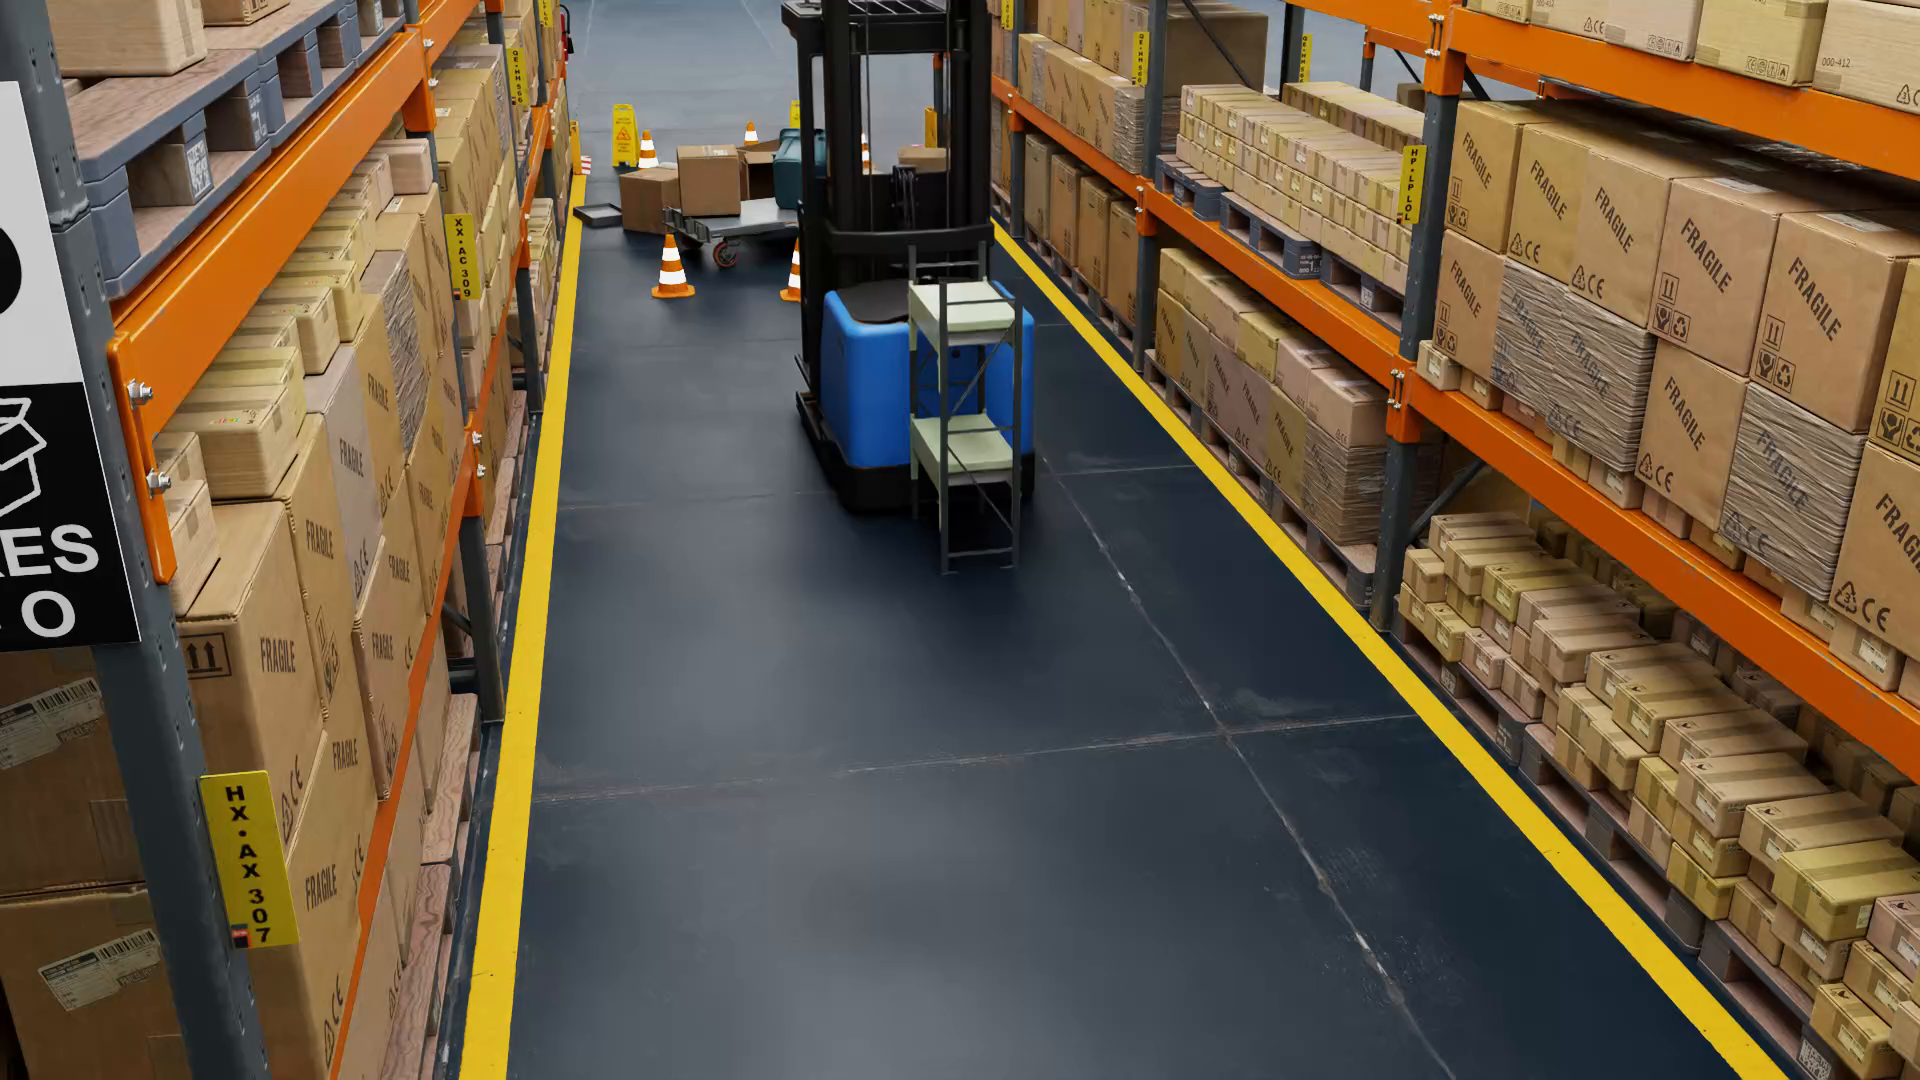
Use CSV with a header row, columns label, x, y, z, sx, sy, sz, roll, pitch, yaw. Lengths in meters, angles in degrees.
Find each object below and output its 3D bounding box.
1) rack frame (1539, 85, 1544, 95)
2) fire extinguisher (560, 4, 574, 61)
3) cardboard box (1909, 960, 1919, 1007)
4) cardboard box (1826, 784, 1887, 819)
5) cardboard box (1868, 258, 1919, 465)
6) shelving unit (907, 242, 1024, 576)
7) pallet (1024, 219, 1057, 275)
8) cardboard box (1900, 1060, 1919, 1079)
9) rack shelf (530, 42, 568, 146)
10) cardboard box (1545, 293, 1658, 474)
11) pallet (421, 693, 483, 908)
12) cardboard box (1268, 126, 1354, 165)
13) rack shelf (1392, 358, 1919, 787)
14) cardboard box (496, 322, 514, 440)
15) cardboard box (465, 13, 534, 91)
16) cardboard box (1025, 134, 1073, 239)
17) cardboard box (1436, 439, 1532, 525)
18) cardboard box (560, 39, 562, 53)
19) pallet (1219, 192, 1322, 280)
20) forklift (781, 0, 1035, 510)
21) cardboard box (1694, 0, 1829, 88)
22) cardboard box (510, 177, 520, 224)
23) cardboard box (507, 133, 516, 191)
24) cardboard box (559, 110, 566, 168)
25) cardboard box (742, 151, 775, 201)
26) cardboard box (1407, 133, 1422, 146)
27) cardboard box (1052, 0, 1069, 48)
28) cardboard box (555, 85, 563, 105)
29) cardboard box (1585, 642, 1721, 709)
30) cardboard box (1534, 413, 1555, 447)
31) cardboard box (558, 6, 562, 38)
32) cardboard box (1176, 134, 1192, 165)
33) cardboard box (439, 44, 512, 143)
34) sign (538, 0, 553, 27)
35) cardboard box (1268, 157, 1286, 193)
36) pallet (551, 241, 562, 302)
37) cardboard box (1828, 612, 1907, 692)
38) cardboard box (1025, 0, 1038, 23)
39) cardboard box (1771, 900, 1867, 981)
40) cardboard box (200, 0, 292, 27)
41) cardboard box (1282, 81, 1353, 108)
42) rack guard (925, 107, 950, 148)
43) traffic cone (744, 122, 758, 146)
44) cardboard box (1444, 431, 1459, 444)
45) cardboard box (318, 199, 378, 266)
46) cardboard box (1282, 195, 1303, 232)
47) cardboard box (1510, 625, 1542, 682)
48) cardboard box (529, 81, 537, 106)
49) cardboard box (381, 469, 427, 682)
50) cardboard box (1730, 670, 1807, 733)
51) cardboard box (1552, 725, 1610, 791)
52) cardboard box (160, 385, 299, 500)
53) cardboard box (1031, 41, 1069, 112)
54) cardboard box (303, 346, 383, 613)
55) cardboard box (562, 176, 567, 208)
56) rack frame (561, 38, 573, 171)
label,x,y,z,sx,sy,sz,roll,pitch,yaw
rack frame,5.844,-4.469,15.235,1.000,3.000,0.127,-4,24,-10
fire extinguisher,-4.203,-5.353,17.355,0.296,0.674,0.183,-4,24,-10
cardboard box,2.823,1.230,4.480,0.380,0.149,0.250,-4,24,-9
cardboard box,3.115,0.923,5.555,0.380,0.149,0.250,-5,24,-12
cardboard box,2.747,-0.423,4.225,0.500,0.500,0.500,-5,24,-12
shelving unit,0.018,-0.672,8.416,0.431,1.500,0.755,-5,24,-12
pallet,1.168,-2.566,14.361,1.003,0.211,1.213,-4,24,-10
cardboard box,2.868,1.501,4.604,0.380,0.149,0.250,-4,24,-9
rack shelf,-4.265,-4.193,15.501,1.077,0.370,4.000,-4,24,-10
cardboard box,2.431,-0.569,5.808,0.500,0.500,0.500,-5,24,-11
pallet,-2.352,0.994,6.211,1.003,0.211,1.213,-4,24,-10
cardboard box,1.873,-2.107,8.873,0.380,0.149,0.250,-5,24,-10
rack shelf,2.800,0.121,5.623,1.077,0.370,4.000,-4,24,-10
cardboard box,-3.109,-1.103,9.658,0.875,0.875,0.875,-5,24,-10
cardboard box,-3.401,-3.547,12.103,0.500,0.500,0.500,-3,24,-8
cardboard box,1.154,-3.066,14.308,1.050,0.750,0.750,-4,24,-10
cardboard box,2.555,-0.352,8.407,0.500,0.500,0.500,-3,24,-8
cardboard box,-4.199,-4.971,16.698,0.380,0.149,0.250,-5,24,-10
pallet,2.097,-1.705,9.146,1.003,0.211,1.213,-4,24,-10
forklift,-0.419,-2.070,9.827,1.130,2.935,3.031,-5,24,-12
cardboard box,2.528,-1.491,4.855,0.500,0.250,0.500,-3,24,-7
cardboard box,-2.806,-1.914,9.572,0.500,0.250,0.500,-5,24,-12
cardboard box,-2.816,-2.151,9.490,0.500,0.250,0.500,-4,24,-10
cardboard box,-3.943,-3.678,15.396,0.500,0.500,0.500,-3,24,-7
cardboard box,-1.640,-3.356,15.637,0.797,0.637,0.503,-4,24,-10
cardboard box,2.570,-2.043,8.725,0.380,0.149,0.250,-3,24,-8
cardboard box,1.146,-4.249,13.356,0.700,0.500,0.500,-5,24,-11
cardboard box,-4.006,-4.244,15.883,0.380,0.149,0.250,-3,24,-7
cardboard box,2.547,0.514,6.120,0.380,0.149,0.250,-5,24,-12
cardboard box,2.428,-0.440,6.323,0.380,0.149,0.250,-5,24,-12
cardboard box,-4.263,-5.298,16.636,0.500,0.500,0.500,-5,24,-11
cardboard box,1.575,-2.455,10.412,0.380,0.149,0.250,-5,24,-10
cardboard box,-2.802,-2.482,9.312,0.500,0.500,0.500,-5,24,-11
sign,-3.350,-4.309,13.421,0.100,0.325,0.005,-4,24,-10
cardboard box,1.876,-1.965,8.919,0.380,0.149,0.250,-3,24,-8
pallet,-3.749,-2.152,13.413,1.003,0.211,1.213,-4,24,-10
cardboard box,2.692,0.289,4.654,0.380,0.149,0.250,-4,24,-8
cardboard box,0.917,-4.853,14.577,0.875,0.550,0.550,-4,24,-10
cardboard box,2.694,1.165,5.000,0.380,0.149,0.250,-5,24,-12
cardboard box,-1.901,-1.478,3.865,0.500,0.500,0.500,-4,24,-9
cardboard box,2.232,-2.760,10.366,0.380,0.149,0.250,-5,24,-12
rack guard,0.207,-4.579,18.610,1.175,0.500,0.348,-4,24,-10
traffic cone,-2.259,-4.289,17.992,0.336,0.463,0.334,-4,24,-10
cardboard box,2.554,-0.696,8.257,0.500,0.250,0.500,-5,24,-12
cardboard box,-1.921,-0.888,4.851,0.380,0.149,0.250,-4,24,-10
cardboard box,1.919,-1.726,8.744,0.380,0.149,0.250,-3,24,-7
cardboard box,2.446,0.441,6.657,0.380,0.149,0.250,-6,24,-12
cardboard box,-3.363,-3.327,12.410,0.380,0.149,0.250,-4,24,-9
cardboard box,-1.789,0.134,4.570,0.500,0.500,0.500,-4,24,-8
cardboard box,3.004,0.580,5.967,0.380,0.149,0.250,-4,24,-10
cardboard box,2.462,0.793,6.223,0.380,0.149,0.250,-5,24,-11
cardboard box,-1.523,-0.186,3.243,0.380,0.149,0.250,-4,24,-8
cardboard box,0.878,-3.762,13.492,0.500,0.500,0.500,-4,24,-9
cardboard box,-1.690,-0.134,3.935,0.500,0.500,0.500,-4,24,-10
cardboard box,-3.848,-3.129,15.078,0.500,0.250,0.500,-3,24,-7
rack frame,-4.634,-5.309,17.158,1.000,3.000,0.127,-4,24,-10
